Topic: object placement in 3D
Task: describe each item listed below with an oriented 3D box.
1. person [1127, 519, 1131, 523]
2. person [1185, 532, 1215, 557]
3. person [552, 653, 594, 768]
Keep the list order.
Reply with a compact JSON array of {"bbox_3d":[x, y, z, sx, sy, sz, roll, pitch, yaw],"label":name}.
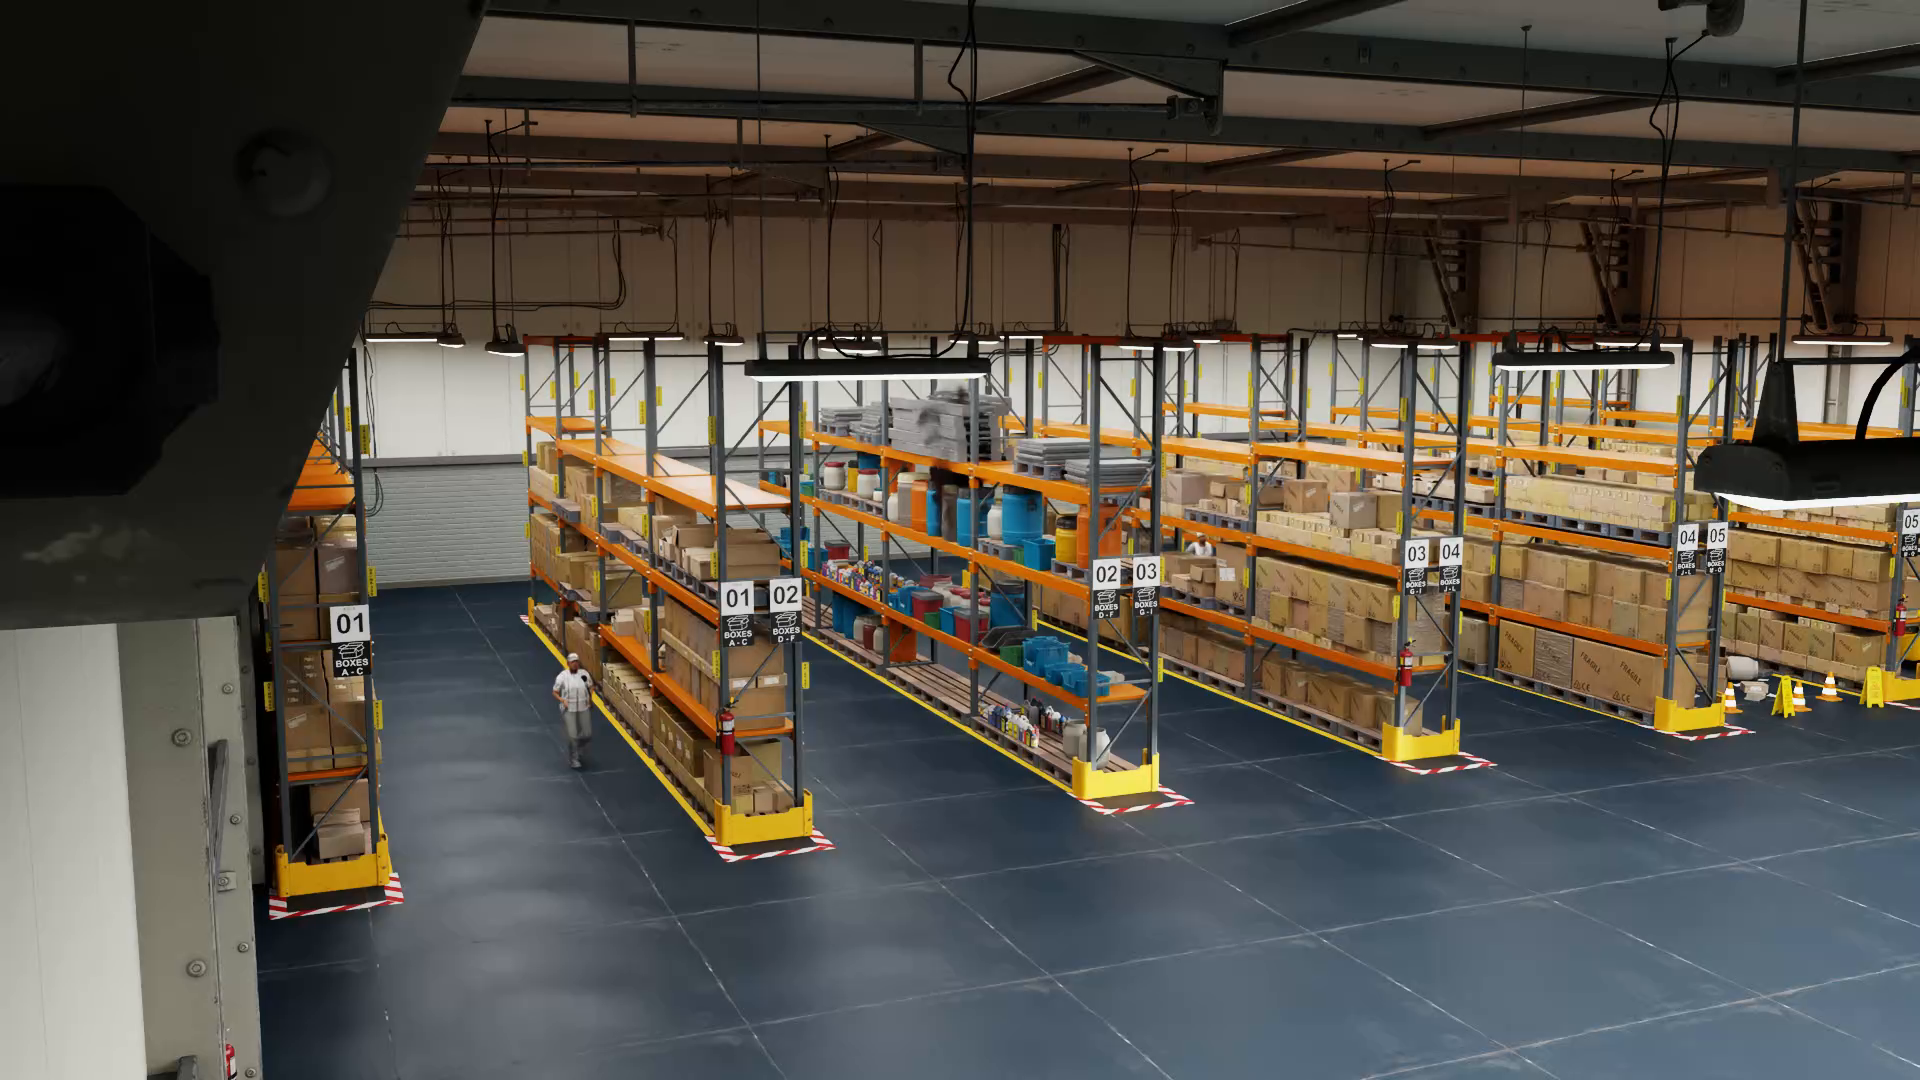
[{"bbox_3d":[3.958,0.331,38.961,0.671,1.651,0.587,-2,8,-12],"label":"person"},{"bbox_3d":[5.272,0.656,36.181,0.690,1.744,0.577,-4,8,-25],"label":"person"},{"bbox_3d":[-5.452,2.405,23.567,0.603,1.617,0.551,-4,8,-26],"label":"person"}]
